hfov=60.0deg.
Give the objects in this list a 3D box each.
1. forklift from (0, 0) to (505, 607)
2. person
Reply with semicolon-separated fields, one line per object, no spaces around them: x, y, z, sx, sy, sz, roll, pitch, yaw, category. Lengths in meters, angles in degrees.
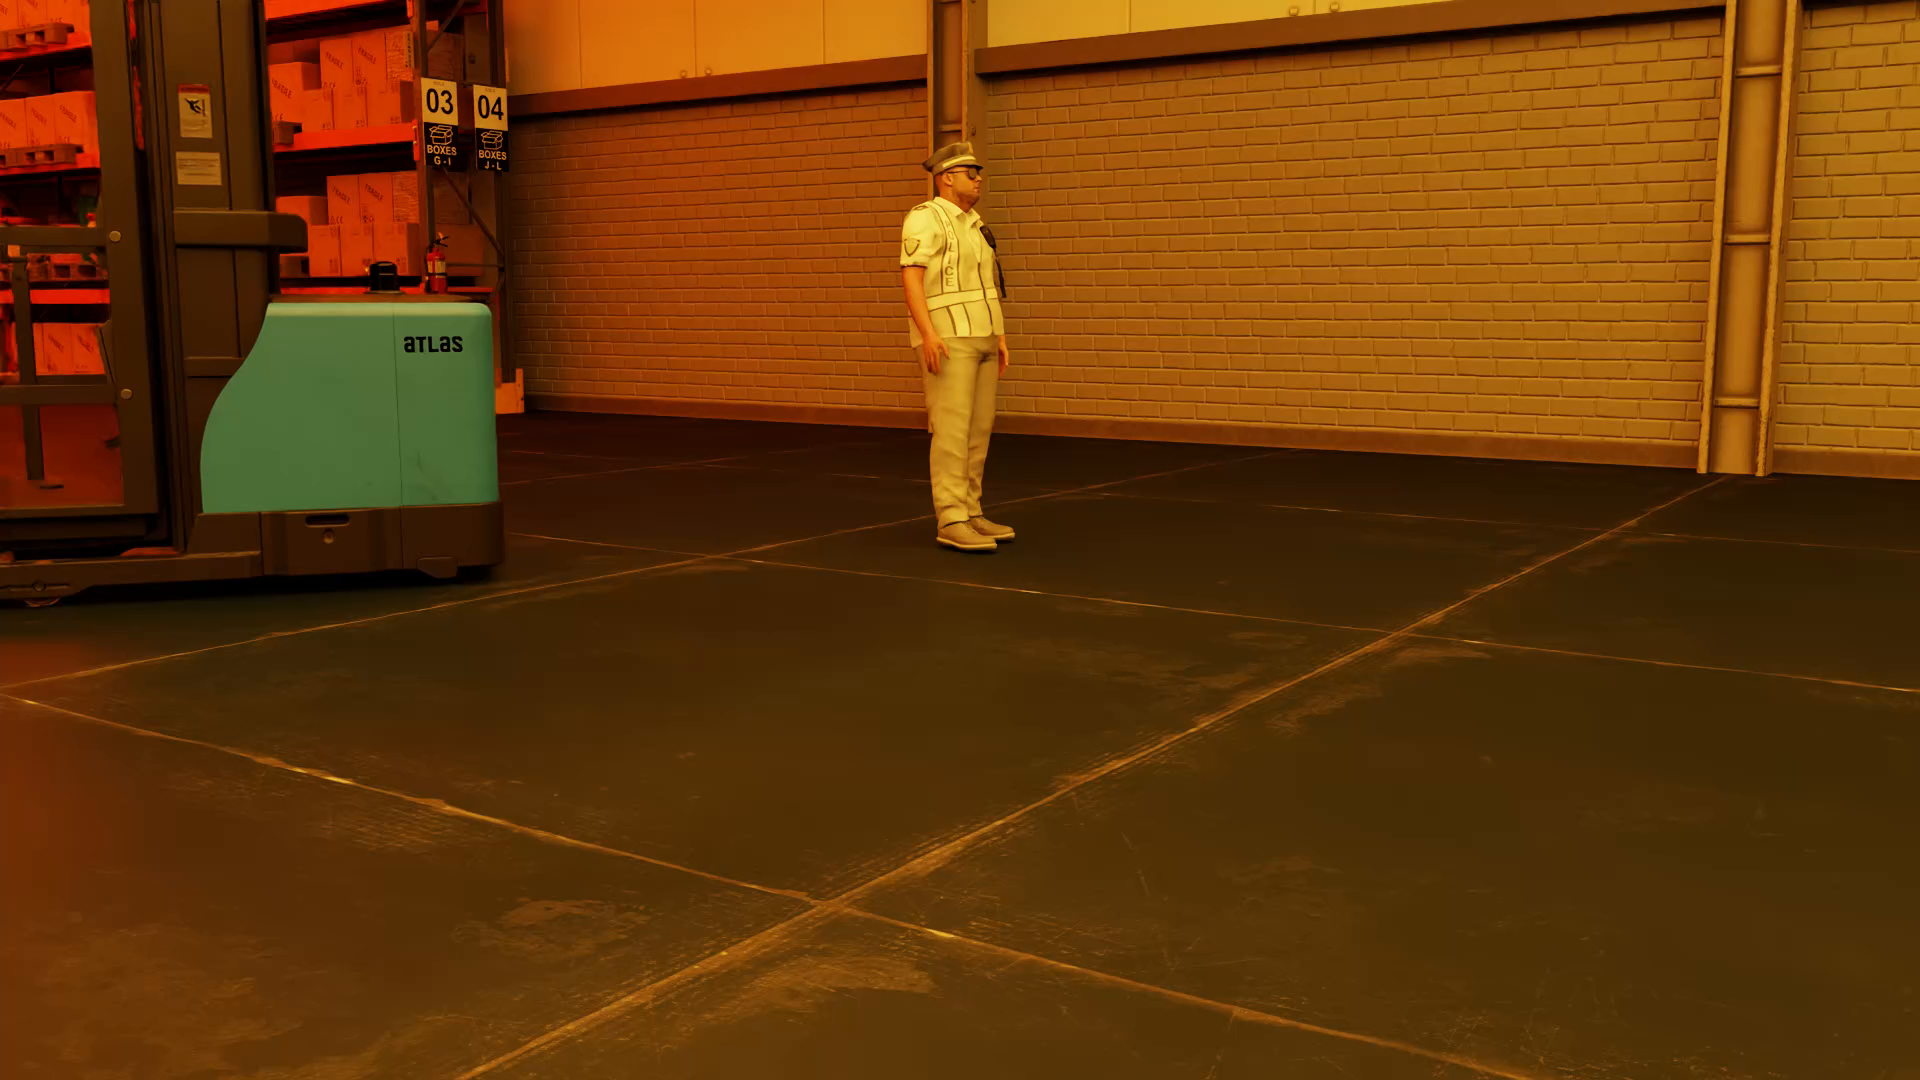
-3.356;-1.287;6.240;3.031;2.935;1.130;-3;9;-18;forklift
0.058;-0.881;7.424;0.574;1.778;0.641;5;10;34;person
